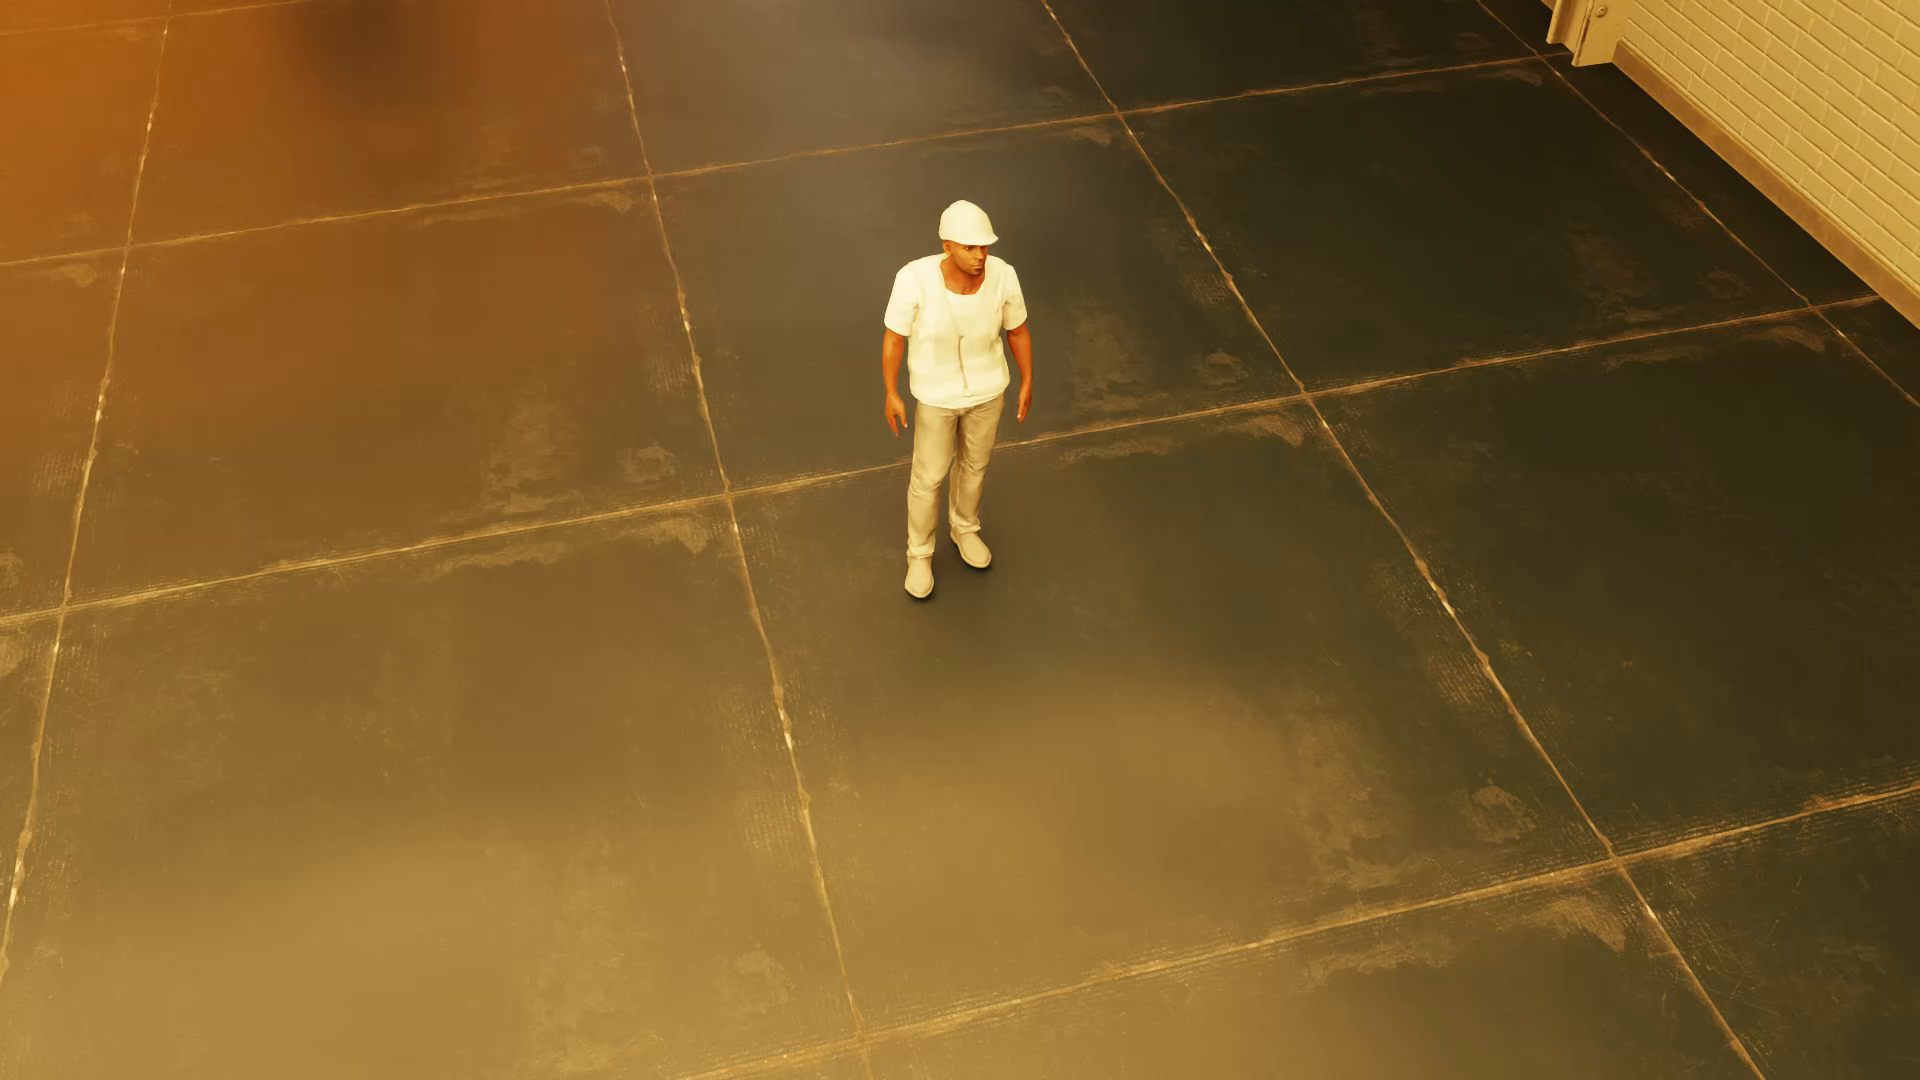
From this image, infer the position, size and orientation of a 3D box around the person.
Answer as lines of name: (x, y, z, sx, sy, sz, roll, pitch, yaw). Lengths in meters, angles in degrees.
person: (0.011, -0.600, 7.118, 0.665, 1.765, 0.577, -10, 44, -11)
